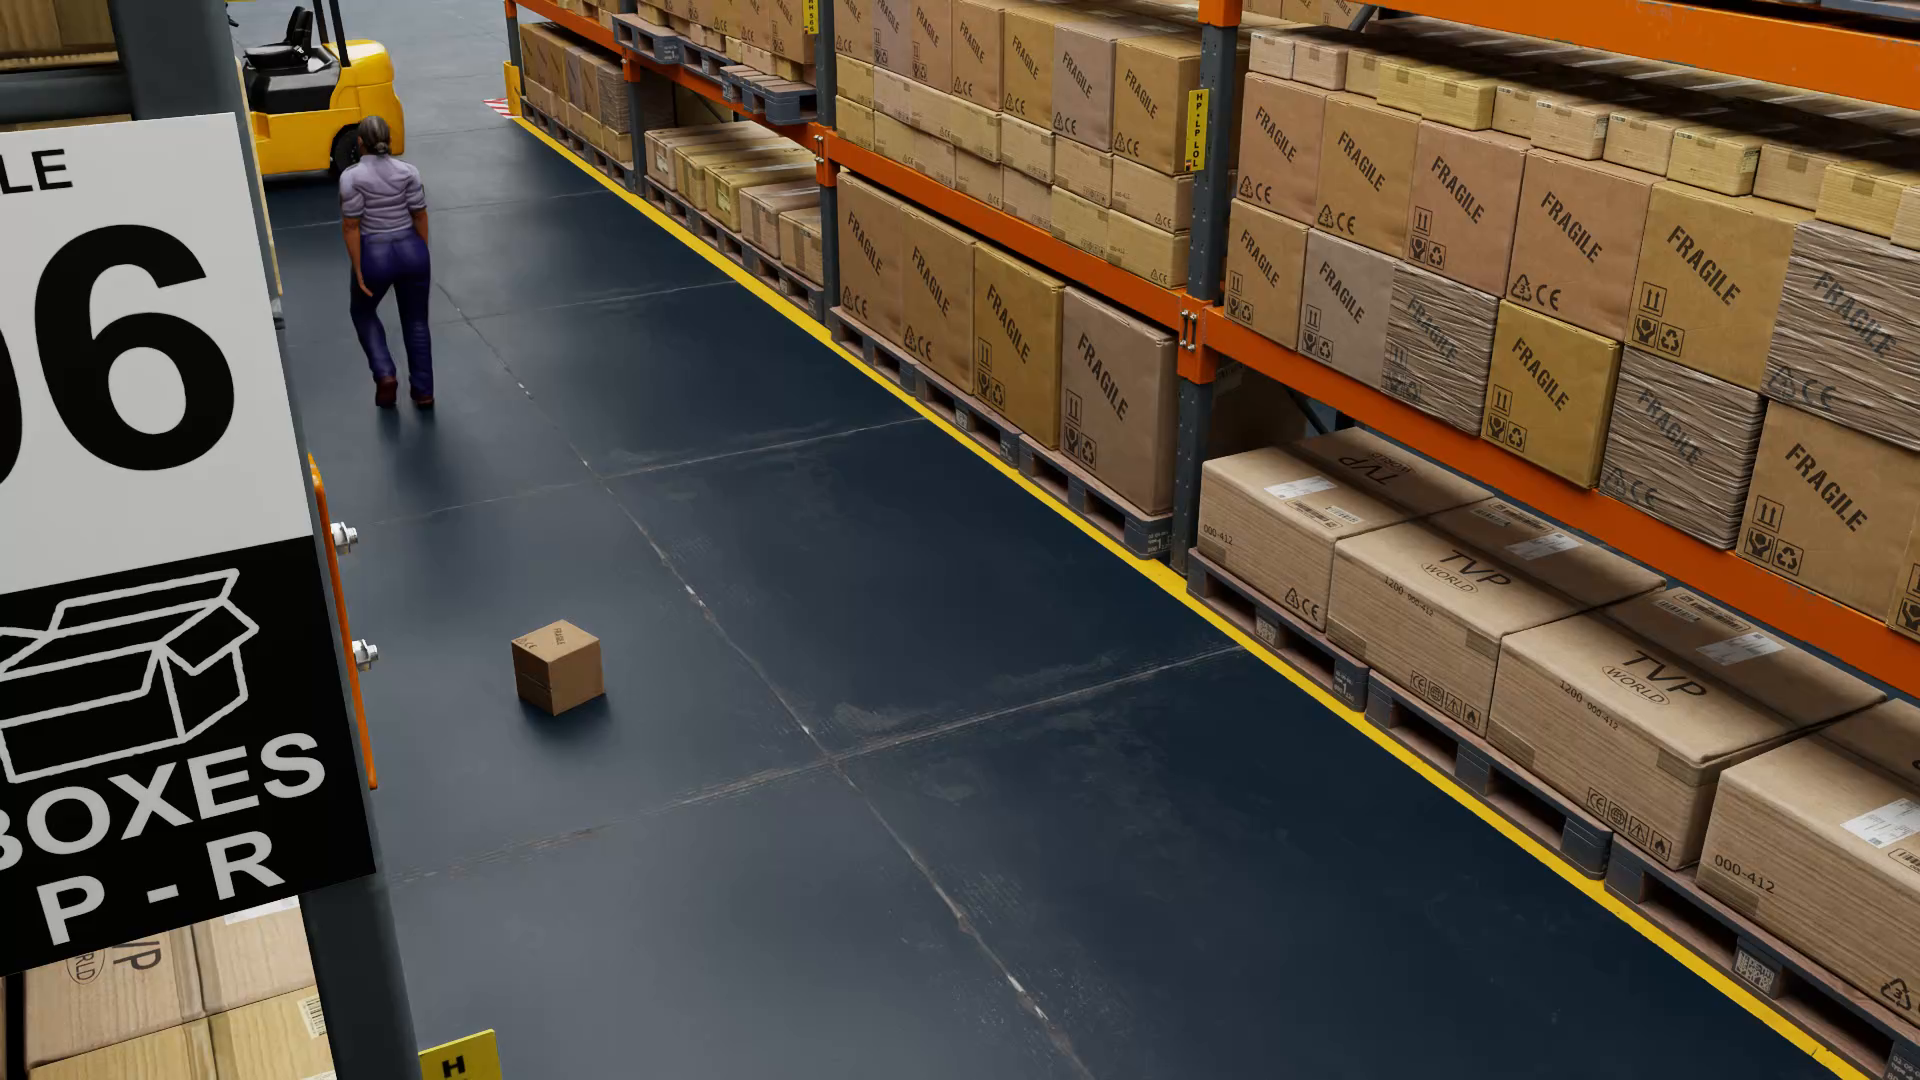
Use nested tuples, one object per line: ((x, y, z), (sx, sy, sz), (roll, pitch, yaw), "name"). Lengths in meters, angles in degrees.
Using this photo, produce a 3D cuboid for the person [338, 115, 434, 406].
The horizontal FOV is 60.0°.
((-3.208, -1.546, 9.343), (0.475, 1.680, 0.440), (-14, 29, -26), "person")
